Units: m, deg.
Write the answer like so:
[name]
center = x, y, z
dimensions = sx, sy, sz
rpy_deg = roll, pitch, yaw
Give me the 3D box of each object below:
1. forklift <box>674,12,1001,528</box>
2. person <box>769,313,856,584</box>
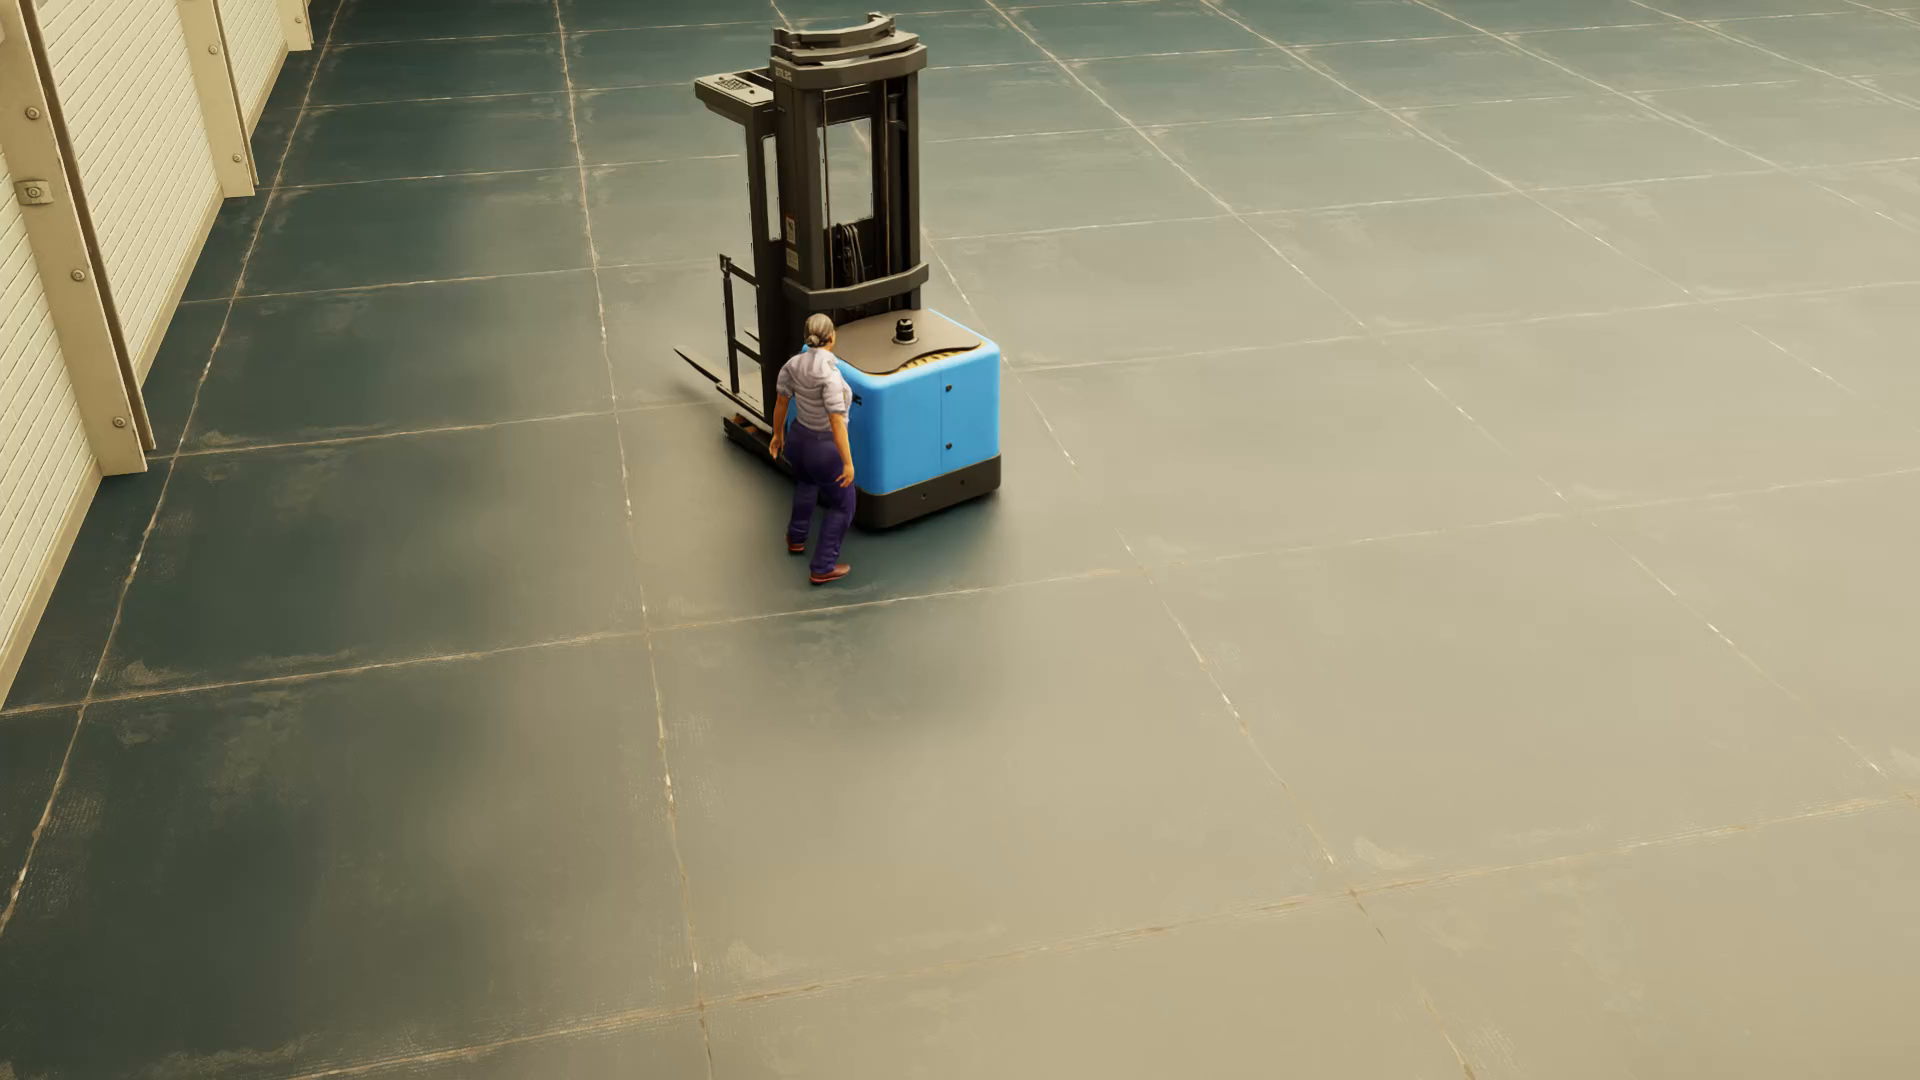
[forklift]
center = -1.004, -2.024, 11.071
dimensions = 1.130, 2.935, 3.031
rpy_deg = -20, 36, -31
[person]
center = -0.866, -0.548, 9.861
dimensions = 0.395, 1.624, 0.827
rpy_deg = -25, 38, -36
